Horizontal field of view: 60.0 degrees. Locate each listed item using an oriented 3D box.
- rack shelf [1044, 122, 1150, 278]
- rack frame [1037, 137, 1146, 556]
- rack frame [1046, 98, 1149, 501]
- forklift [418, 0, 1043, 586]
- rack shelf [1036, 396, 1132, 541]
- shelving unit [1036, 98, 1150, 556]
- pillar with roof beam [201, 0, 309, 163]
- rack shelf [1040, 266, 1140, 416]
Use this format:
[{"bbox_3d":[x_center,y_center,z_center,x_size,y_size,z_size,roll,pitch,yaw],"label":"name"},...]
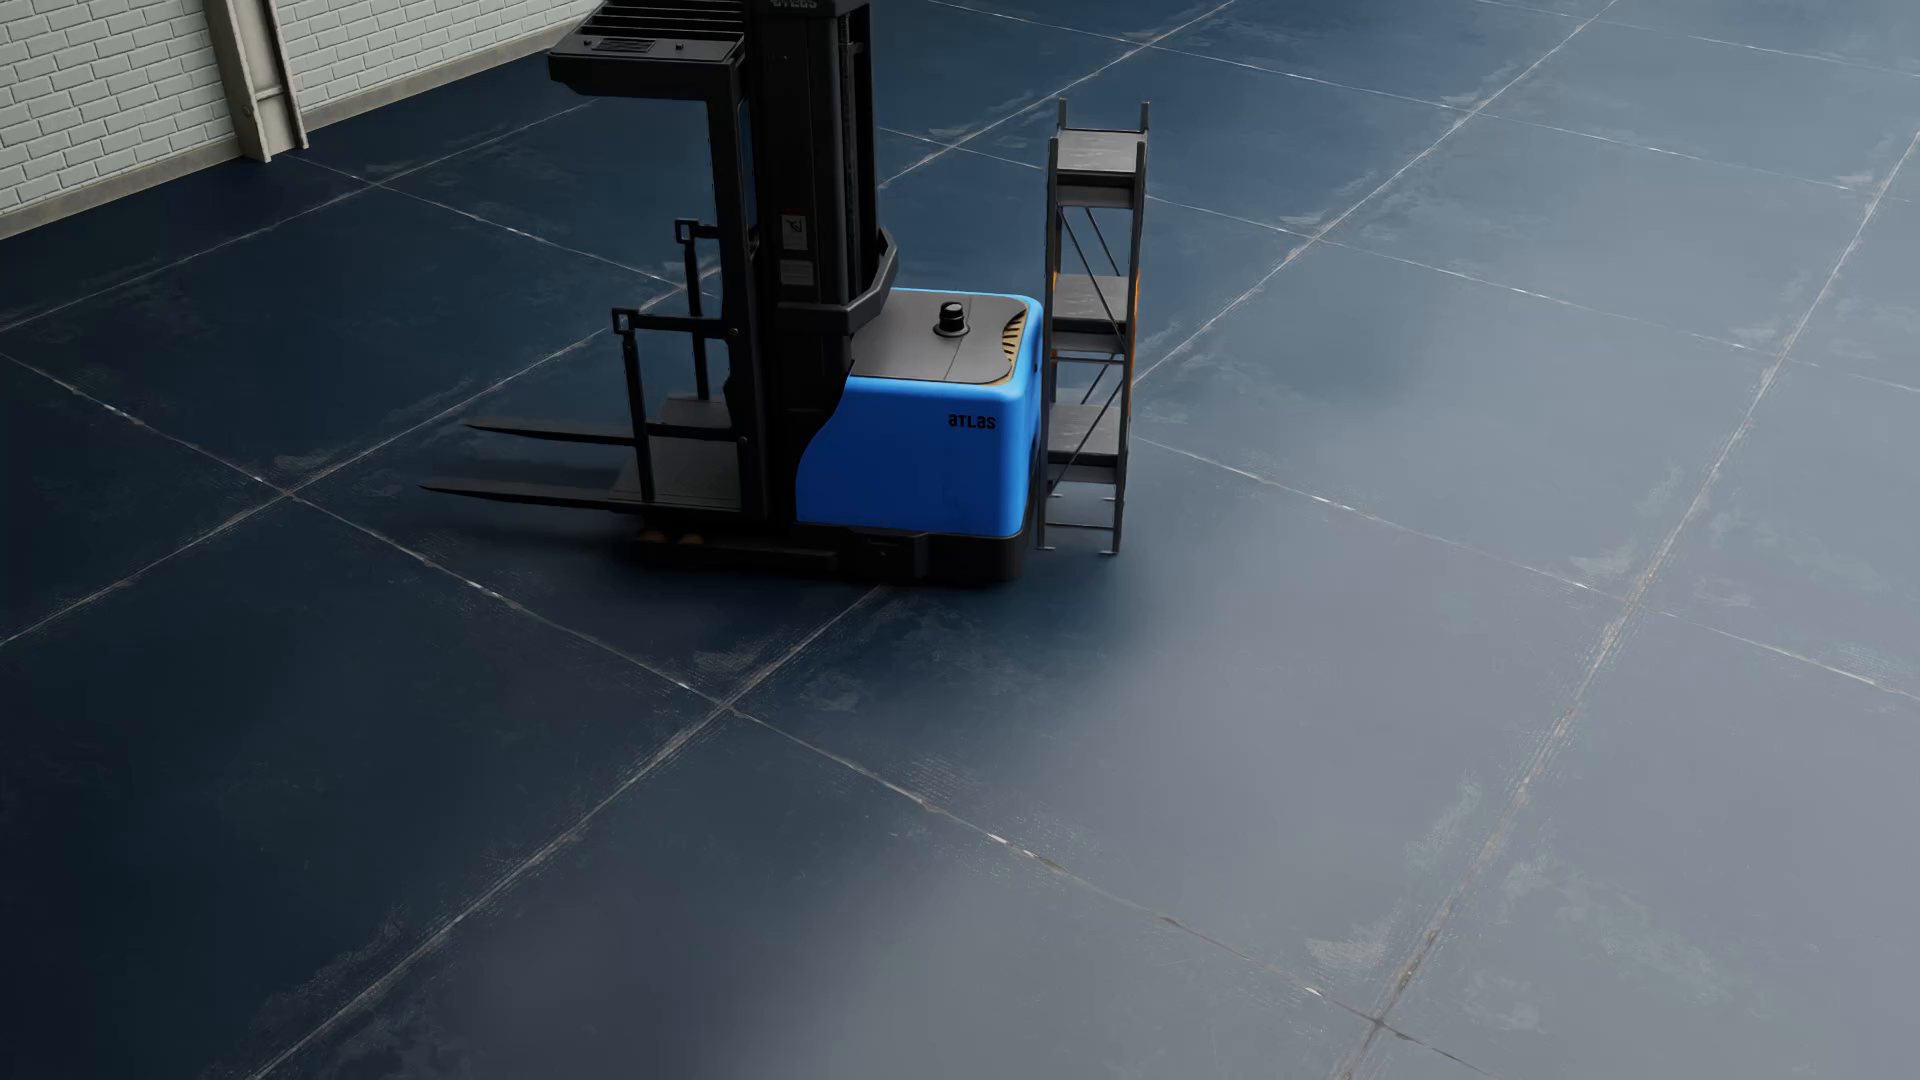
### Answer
[{"bbox_3d":[0.610,-1.516,7.393,0.431,0.518,0.480,4,34,6],"label":"rack shelf"},{"bbox_3d":[0.579,-0.812,7.577,0.400,2.100,0.015,4,34,6],"label":"rack frame"},{"bbox_3d":[0.641,-1.083,7.978,0.400,2.100,0.015,4,34,6],"label":"rack frame"},{"bbox_3d":[-1.144,-1.364,7.650,3.031,2.935,1.130,5,34,7],"label":"forklift"},{"bbox_3d":[0.610,-0.357,8.177,0.431,0.518,0.480,4,34,6],"label":"rack shelf"},{"bbox_3d":[0.610,-0.948,7.777,0.431,2.100,0.503,4,34,6],"label":"shelving unit"},{"bbox_3d":[-1.664,-5.309,8.068,9.100,9.000,0.400,21,39,28],"label":"pillar with roof beam"},{"bbox_3d":[0.610,-0.936,7.785,0.431,0.518,0.480,4,34,6],"label":"rack shelf"}]
